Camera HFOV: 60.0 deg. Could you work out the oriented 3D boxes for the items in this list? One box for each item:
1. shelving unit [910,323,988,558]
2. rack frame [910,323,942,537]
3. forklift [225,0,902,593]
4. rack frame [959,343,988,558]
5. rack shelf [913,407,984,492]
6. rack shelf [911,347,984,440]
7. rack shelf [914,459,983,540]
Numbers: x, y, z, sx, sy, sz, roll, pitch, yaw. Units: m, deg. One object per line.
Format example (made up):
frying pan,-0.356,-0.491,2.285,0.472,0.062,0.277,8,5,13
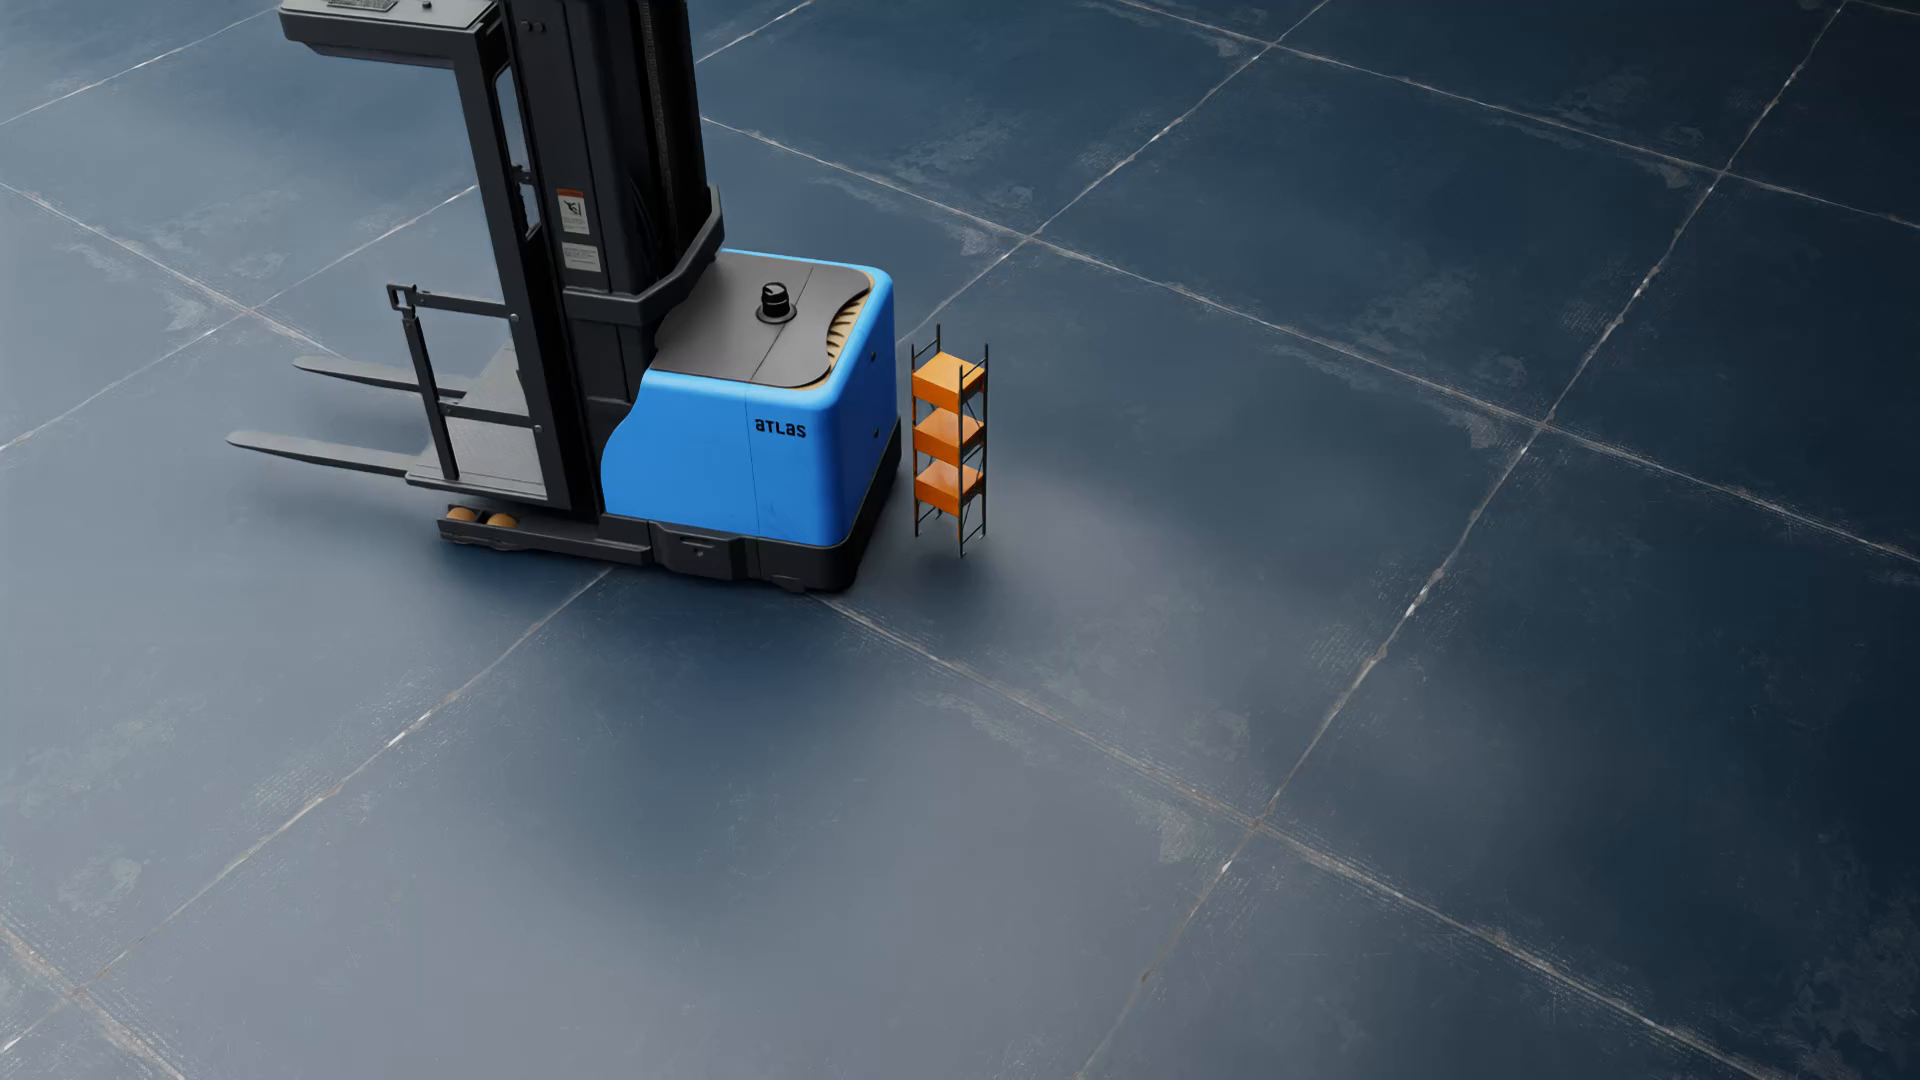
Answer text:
shelving unit,-0.044,-0.412,7.171,0.252,1.050,0.215,25,48,25
rack frame,-0.144,-0.458,7.223,0.008,1.050,0.200,25,48,25
forklift,-1.848,-1.377,6.840,3.031,2.935,1.130,9,43,10
rack frame,0.056,-0.365,7.119,0.008,1.050,0.200,25,48,25
rack shelf,-0.044,-0.404,7.178,0.240,0.259,0.215,25,48,25
rack shelf,-0.044,-0.615,6.989,0.240,0.259,0.215,25,48,25
rack shelf,-0.044,-0.197,7.364,0.240,0.259,0.215,25,48,25
